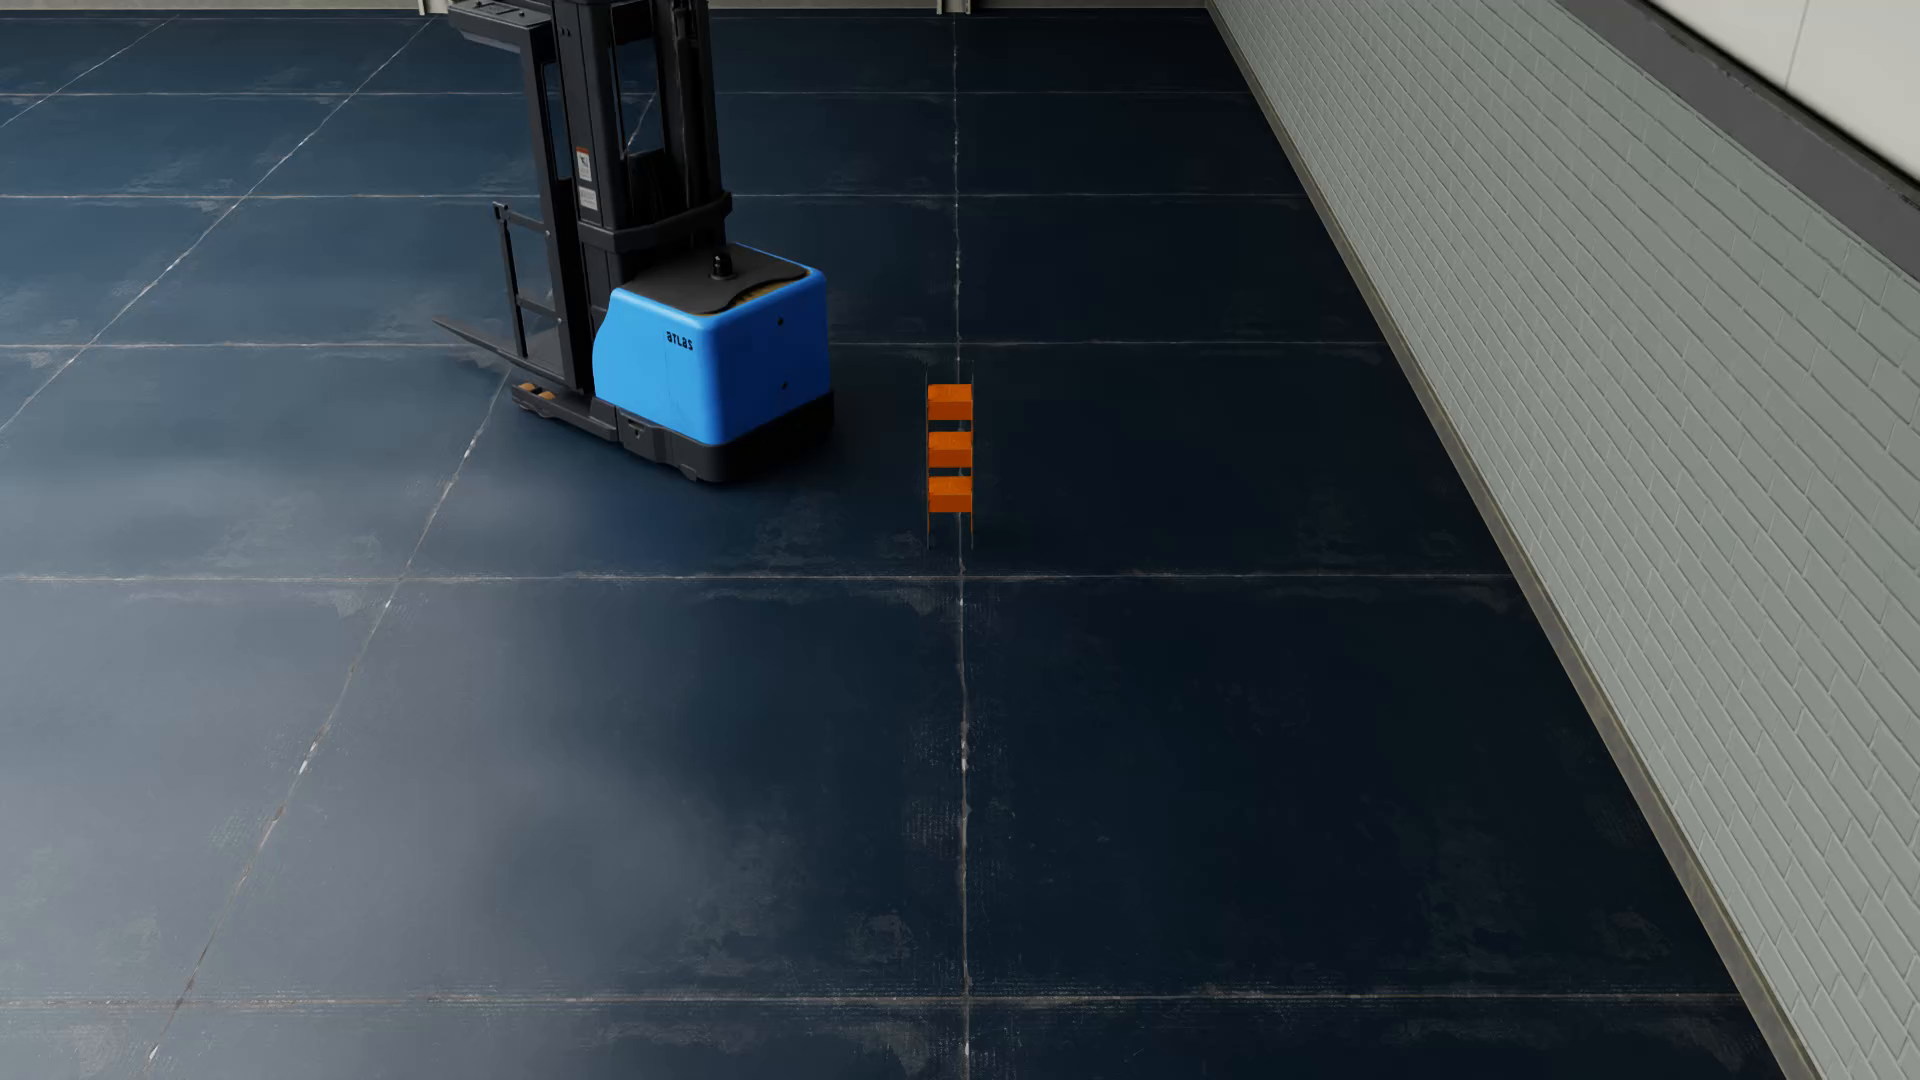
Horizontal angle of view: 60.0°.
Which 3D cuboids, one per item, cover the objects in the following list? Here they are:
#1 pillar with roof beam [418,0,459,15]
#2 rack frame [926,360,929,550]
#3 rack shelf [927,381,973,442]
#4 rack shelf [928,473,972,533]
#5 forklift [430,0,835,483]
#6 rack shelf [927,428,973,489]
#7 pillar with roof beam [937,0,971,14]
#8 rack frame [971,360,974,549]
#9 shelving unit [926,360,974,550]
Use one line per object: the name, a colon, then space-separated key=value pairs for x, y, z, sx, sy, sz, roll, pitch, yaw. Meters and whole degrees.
pillar with roof beam: x=-6.043 y=-7.787 z=13.409 sx=0.400 sy=9.000 sz=9.100 roll=0 pitch=31 yaw=0
rack frame: x=-0.176 y=-0.448 z=8.977 sx=0.008 sy=1.050 sz=0.200 roll=0 pitch=31 yaw=0
rack shelf: x=-0.054 y=-0.682 z=8.836 sx=0.240 sy=0.259 sz=0.215 roll=0 pitch=31 yaw=0
rack shelf: x=-0.054 y=-0.202 z=9.127 sx=0.240 sy=0.259 sz=0.215 roll=0 pitch=31 yaw=0
forklift: x=-2.231 y=-2.212 z=10.070 sx=3.031 sy=2.935 sz=1.130 roll=23 pitch=38 yaw=33
rack shelf: x=-0.054 y=-0.440 z=8.983 sx=0.240 sy=0.259 sz=0.215 roll=0 pitch=31 yaw=0
pillar with roof beam: x=-0.044 y=-7.806 z=13.440 sx=0.400 sy=9.000 sz=9.100 roll=0 pitch=31 yaw=0
rack frame: x=0.068 y=-0.449 z=8.978 sx=0.008 sy=1.050 sz=0.200 roll=0 pitch=31 yaw=0
shelving unit: x=-0.054 y=-0.449 z=8.977 sx=0.252 sy=1.050 sz=0.215 roll=0 pitch=31 yaw=0
